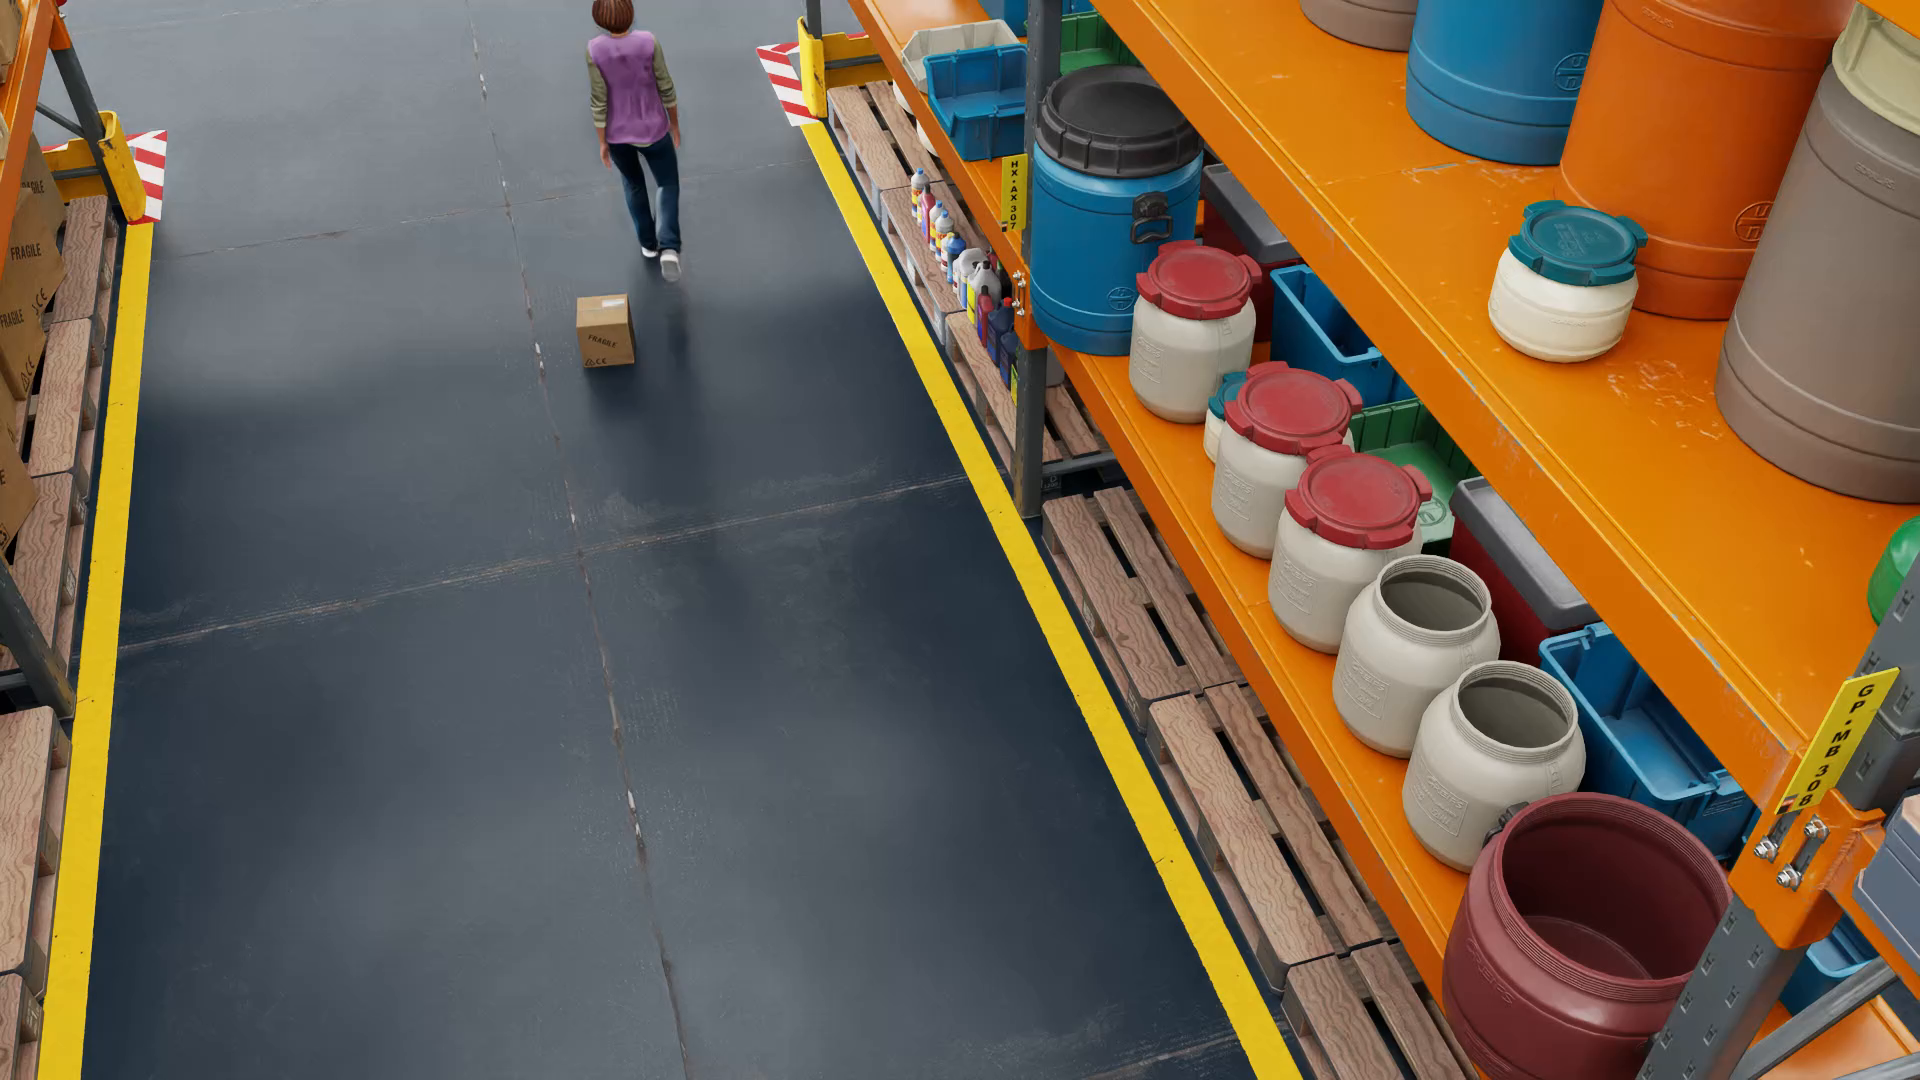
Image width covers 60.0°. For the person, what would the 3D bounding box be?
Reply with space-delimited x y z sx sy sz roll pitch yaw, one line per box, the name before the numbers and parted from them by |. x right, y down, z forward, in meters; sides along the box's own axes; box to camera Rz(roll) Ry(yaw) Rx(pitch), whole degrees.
person | -1.611 -2.021 8.333 0.418 1.560 0.738 -5 43 -5
